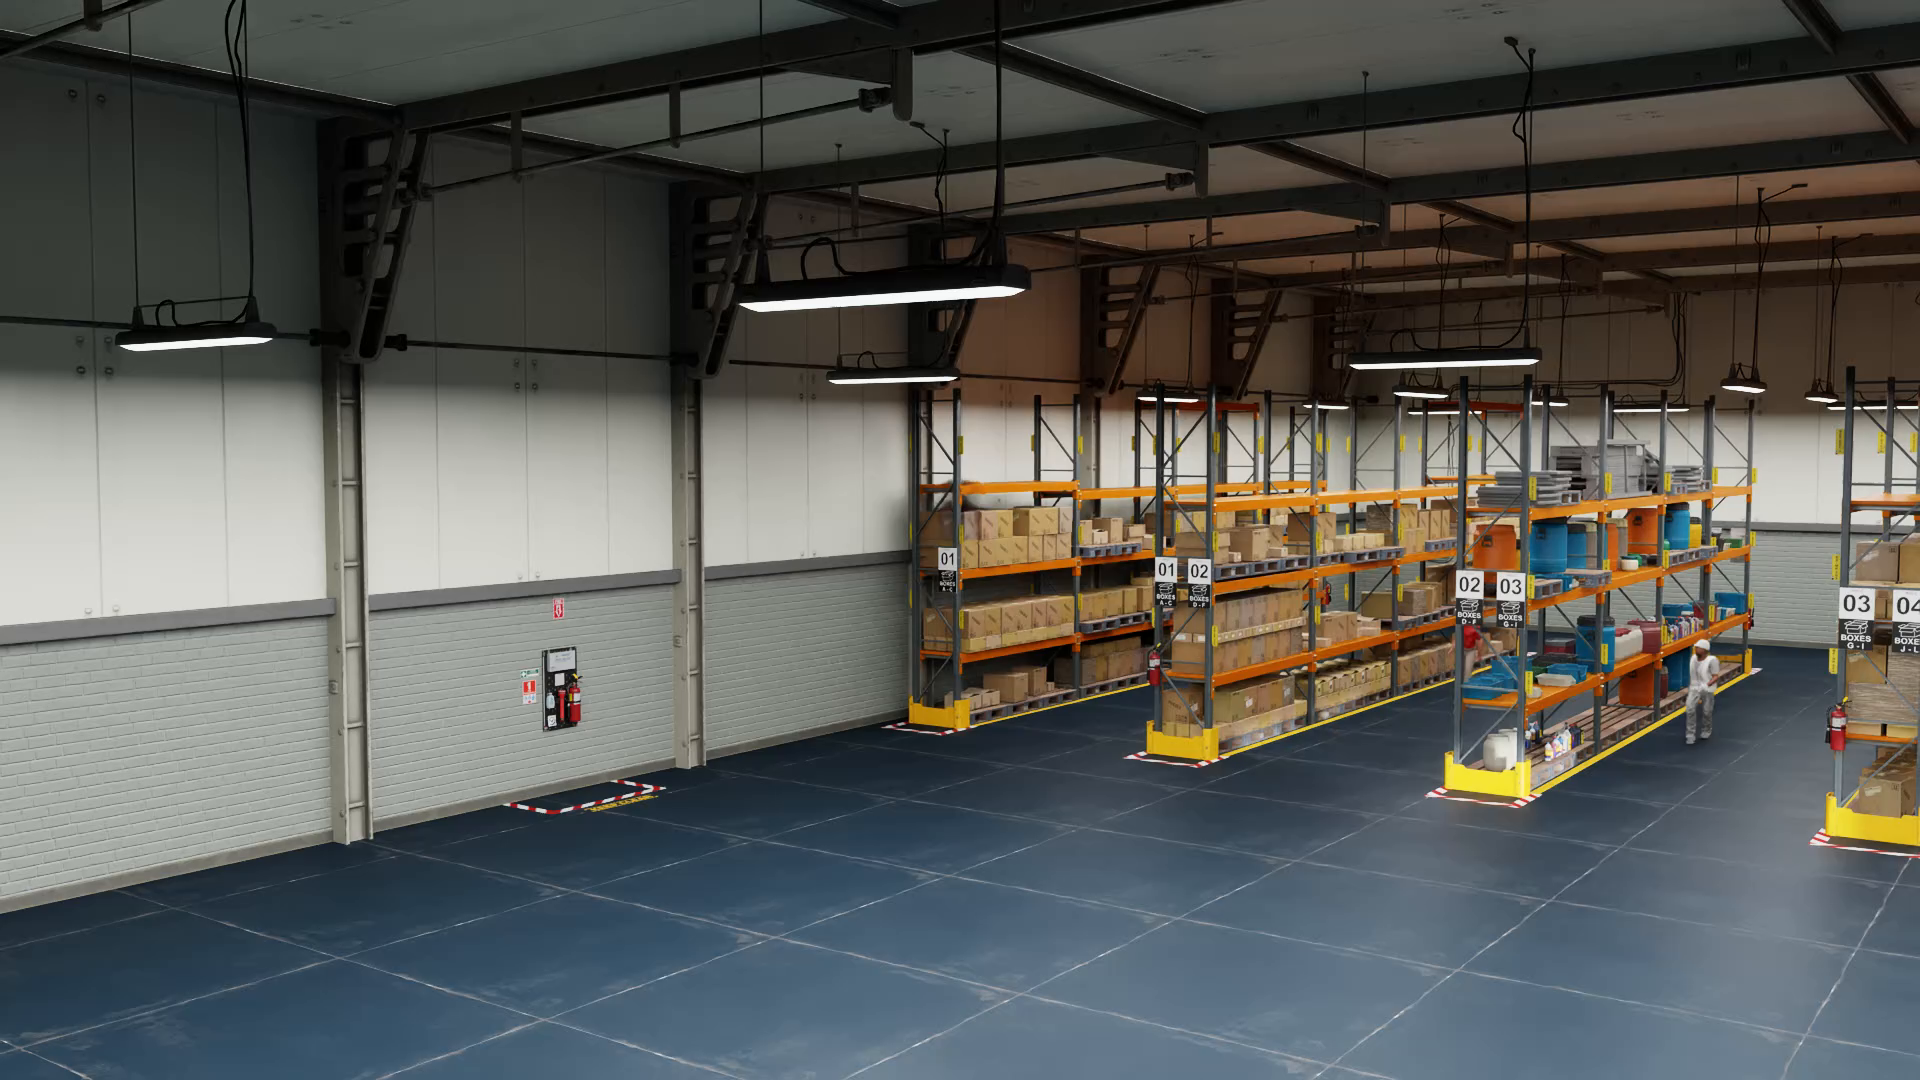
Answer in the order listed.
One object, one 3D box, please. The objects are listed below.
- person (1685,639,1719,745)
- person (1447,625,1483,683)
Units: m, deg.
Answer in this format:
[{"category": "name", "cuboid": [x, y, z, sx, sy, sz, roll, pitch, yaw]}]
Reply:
[{"category": "person", "cuboid": [12.517, 2.572, 28.002, 0.523, 1.810, 0.888, 2, 4, 37]}, {"category": "person", "cuboid": [10.074, 2.268, 33.149, 0.629, 1.681, 1.005, 2, 4, 35]}]
